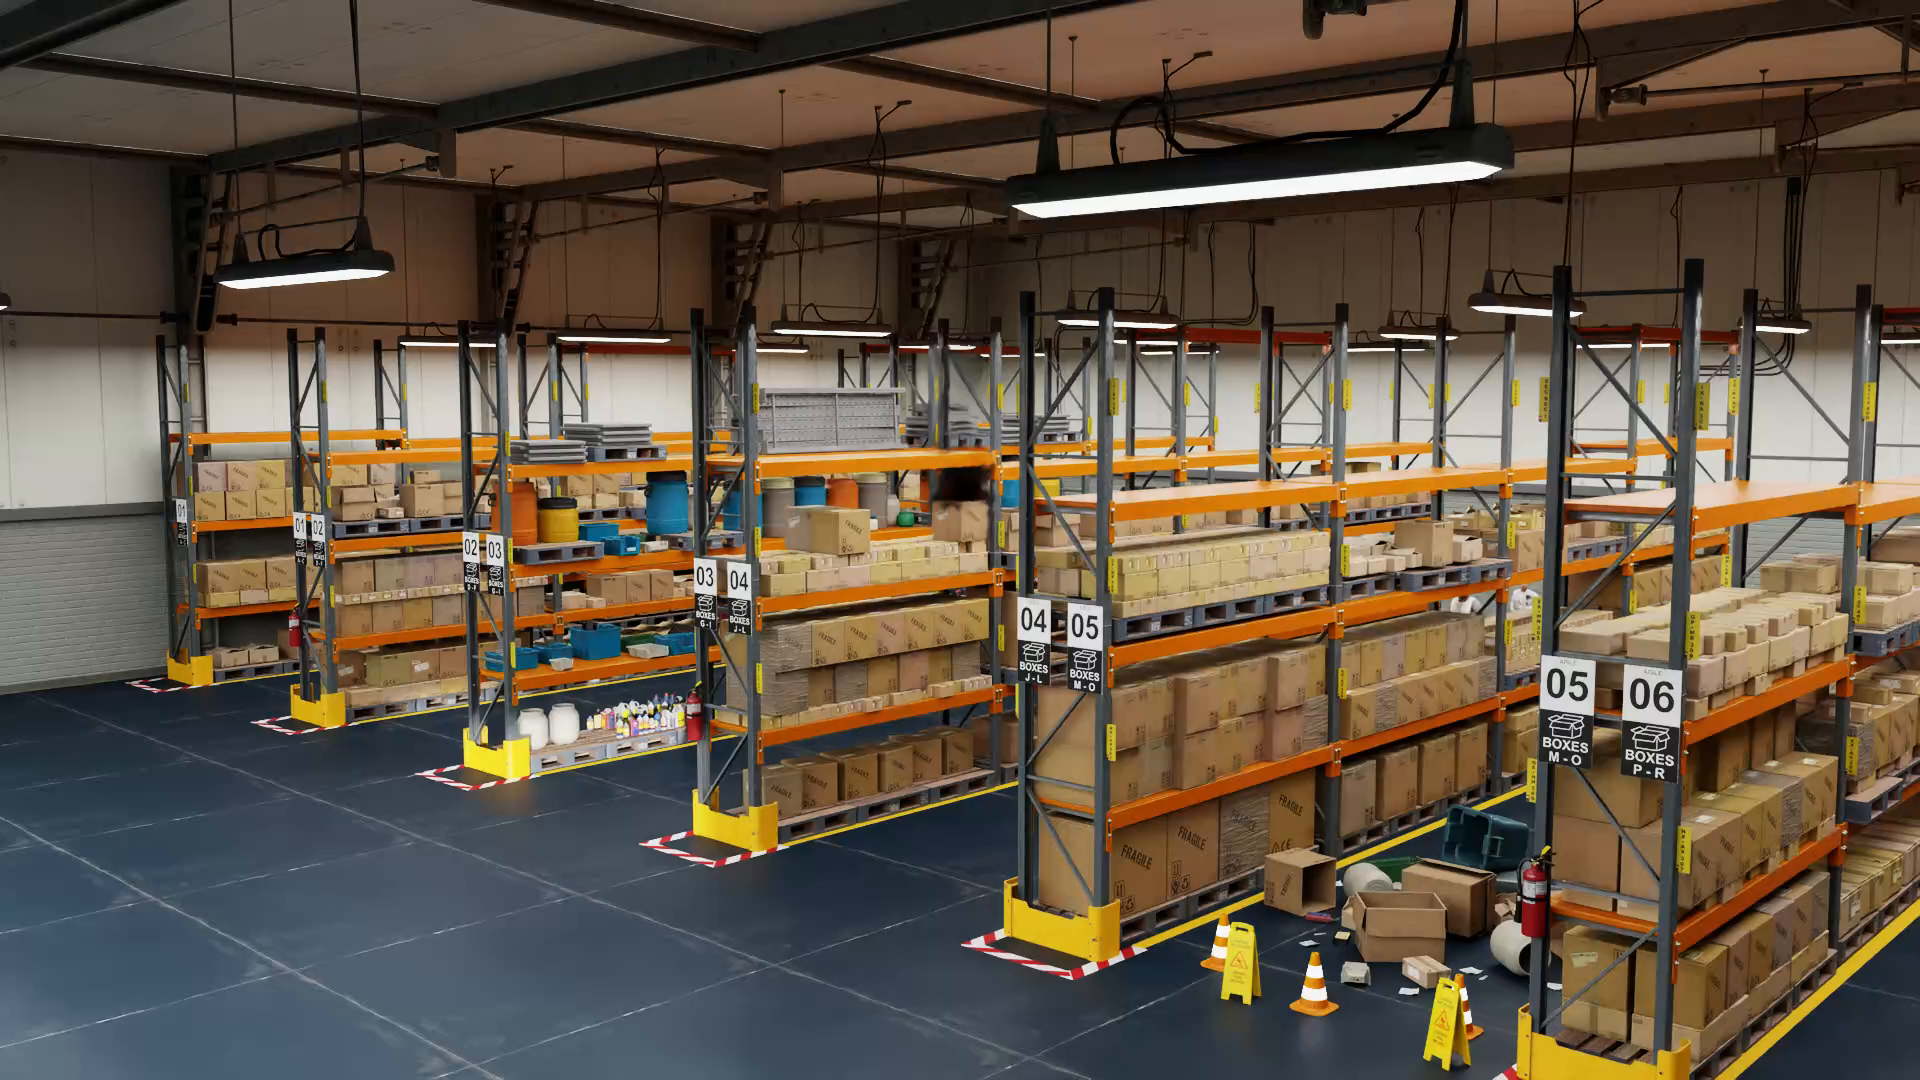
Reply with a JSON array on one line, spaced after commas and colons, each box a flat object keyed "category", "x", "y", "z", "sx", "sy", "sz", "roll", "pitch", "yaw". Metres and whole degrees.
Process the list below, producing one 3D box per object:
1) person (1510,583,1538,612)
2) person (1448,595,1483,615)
[{"category": "person", "x": 10.215, "y": 1.480, "z": 30.101, "sx": 0.590, "sy": 1.714, "sz": 0.870, "roll": 3, "pitch": 6, "yaw": 33}, {"category": "person", "x": 8.721, "y": 1.586, "z": 28.781, "sx": 0.688, "sy": 1.755, "sz": 0.803, "roll": 5, "pitch": 7, "yaw": 41}]
